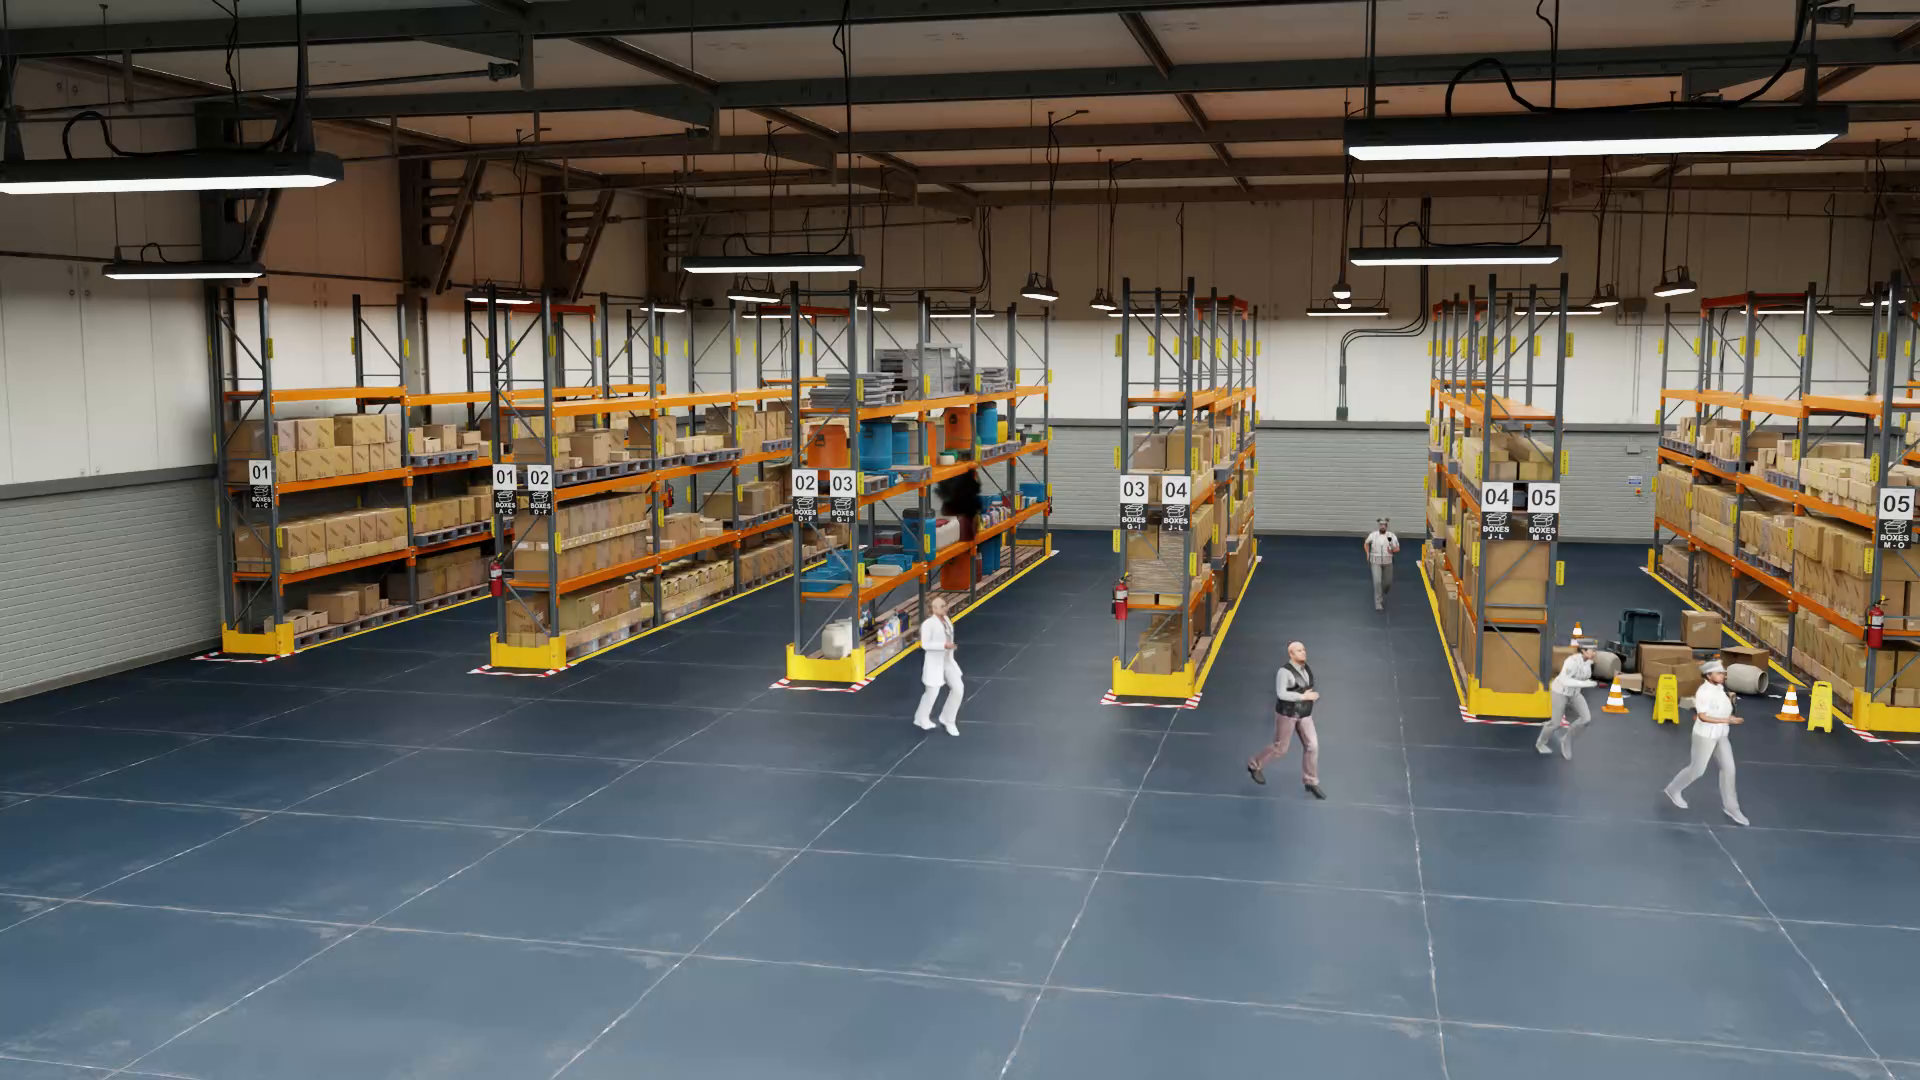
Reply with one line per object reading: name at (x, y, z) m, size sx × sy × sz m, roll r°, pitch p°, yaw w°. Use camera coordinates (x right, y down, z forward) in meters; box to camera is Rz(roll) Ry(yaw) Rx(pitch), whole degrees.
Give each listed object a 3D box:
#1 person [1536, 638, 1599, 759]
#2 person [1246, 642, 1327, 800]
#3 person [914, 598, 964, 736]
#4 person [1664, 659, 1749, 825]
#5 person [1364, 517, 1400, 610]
person at (7.458, 1.913, 20.305) m, size 0.643 × 1.539 × 0.916 m, roll -4°, pitch 7°, yaw -29°
person at (3.717, 2.001, 18.741) m, size 0.656 × 1.754 × 0.954 m, roll -5°, pitch 9°, yaw -39°
person at (-0.256, 1.654, 21.613) m, size 0.654 × 1.823 × 0.854 m, roll -6°, pitch 9°, yaw -44°
person at (7.990, 2.113, 17.742) m, size 0.563 × 1.728 × 0.889 m, roll -5°, pitch 8°, yaw -35°
person at (8.161, 0.429, 32.174) m, size 0.674 × 1.752 × 0.921 m, roll 1°, pitch 7°, yaw 10°
